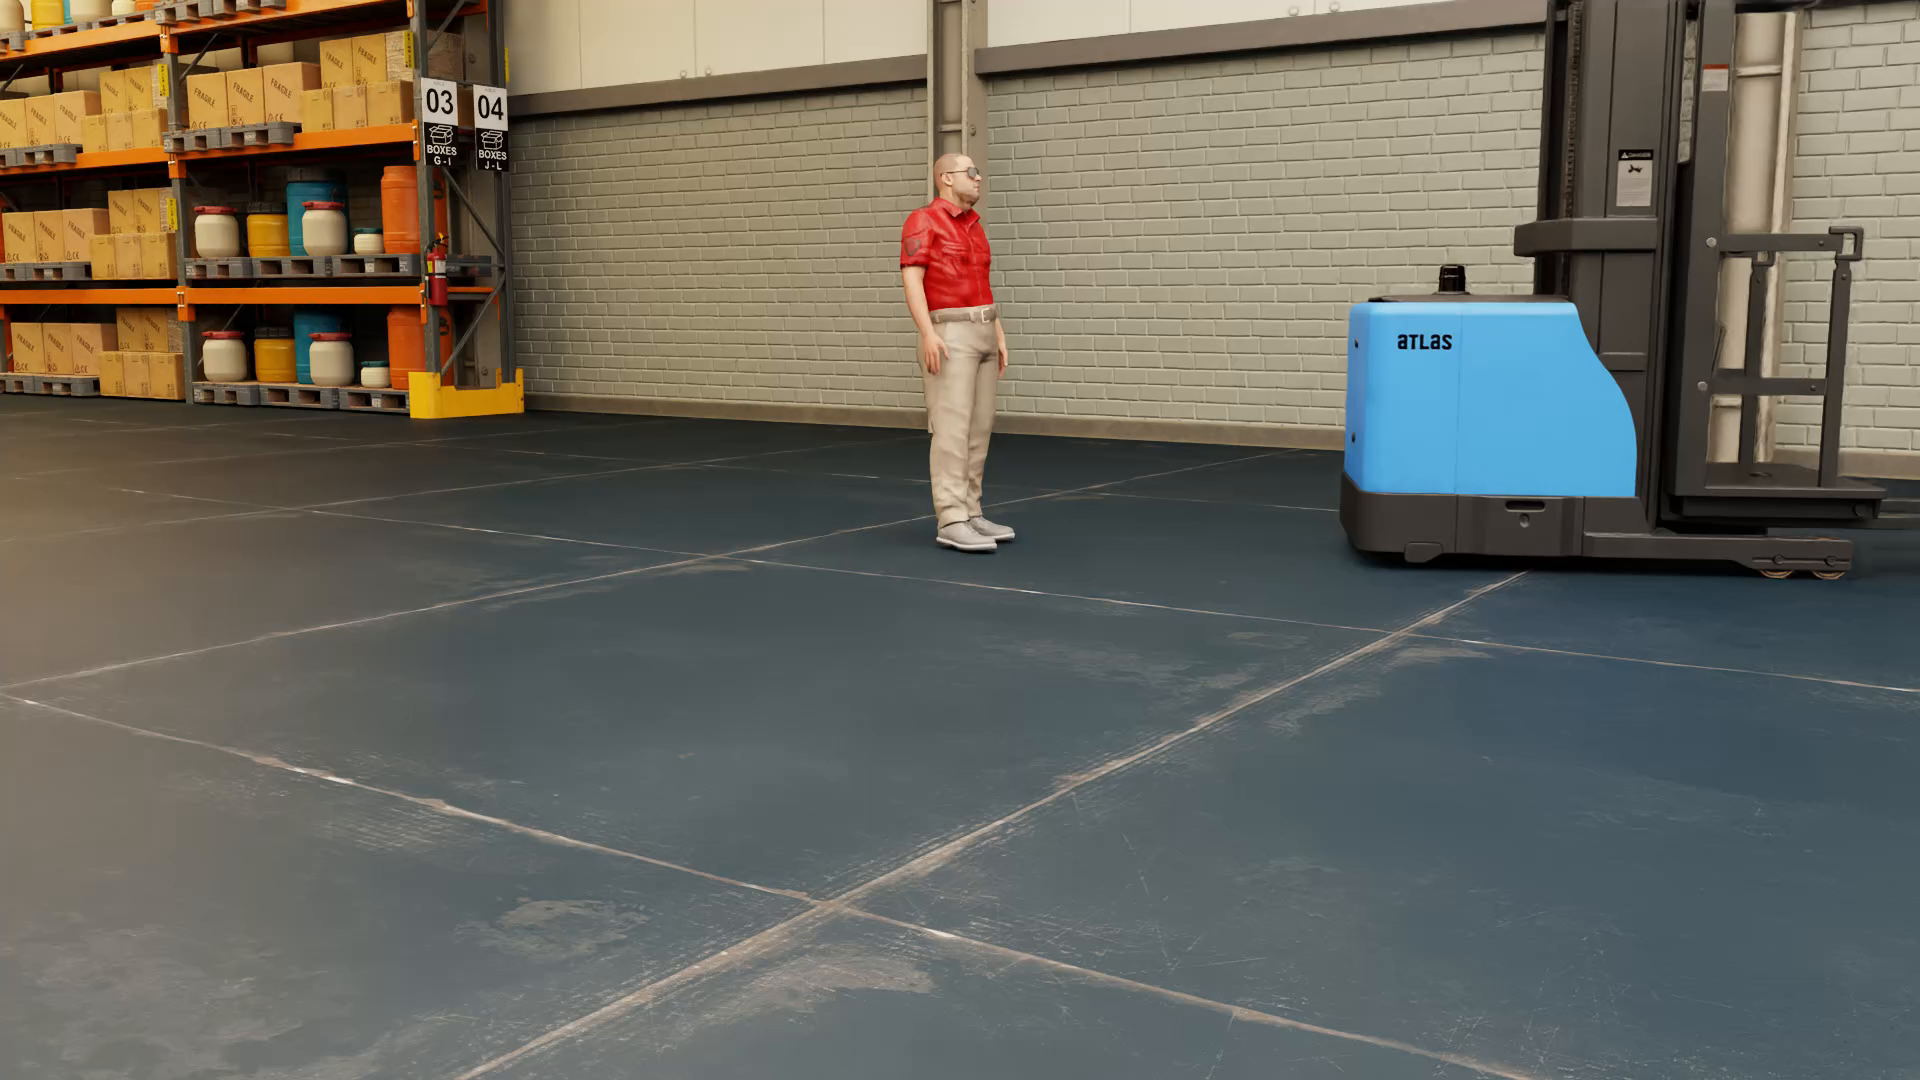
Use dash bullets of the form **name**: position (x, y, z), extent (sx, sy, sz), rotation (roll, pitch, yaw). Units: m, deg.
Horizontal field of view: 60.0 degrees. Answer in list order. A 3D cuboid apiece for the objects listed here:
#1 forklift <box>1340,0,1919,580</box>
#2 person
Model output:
- **forklift**: position (3.195, -1.375, 6.864), extent (3.031, 2.935, 1.130), rotation (1, 8, 8)
- **person**: position (0.068, -0.855, 7.422), extent (0.550, 1.727, 0.642), rotation (5, 10, 34)
